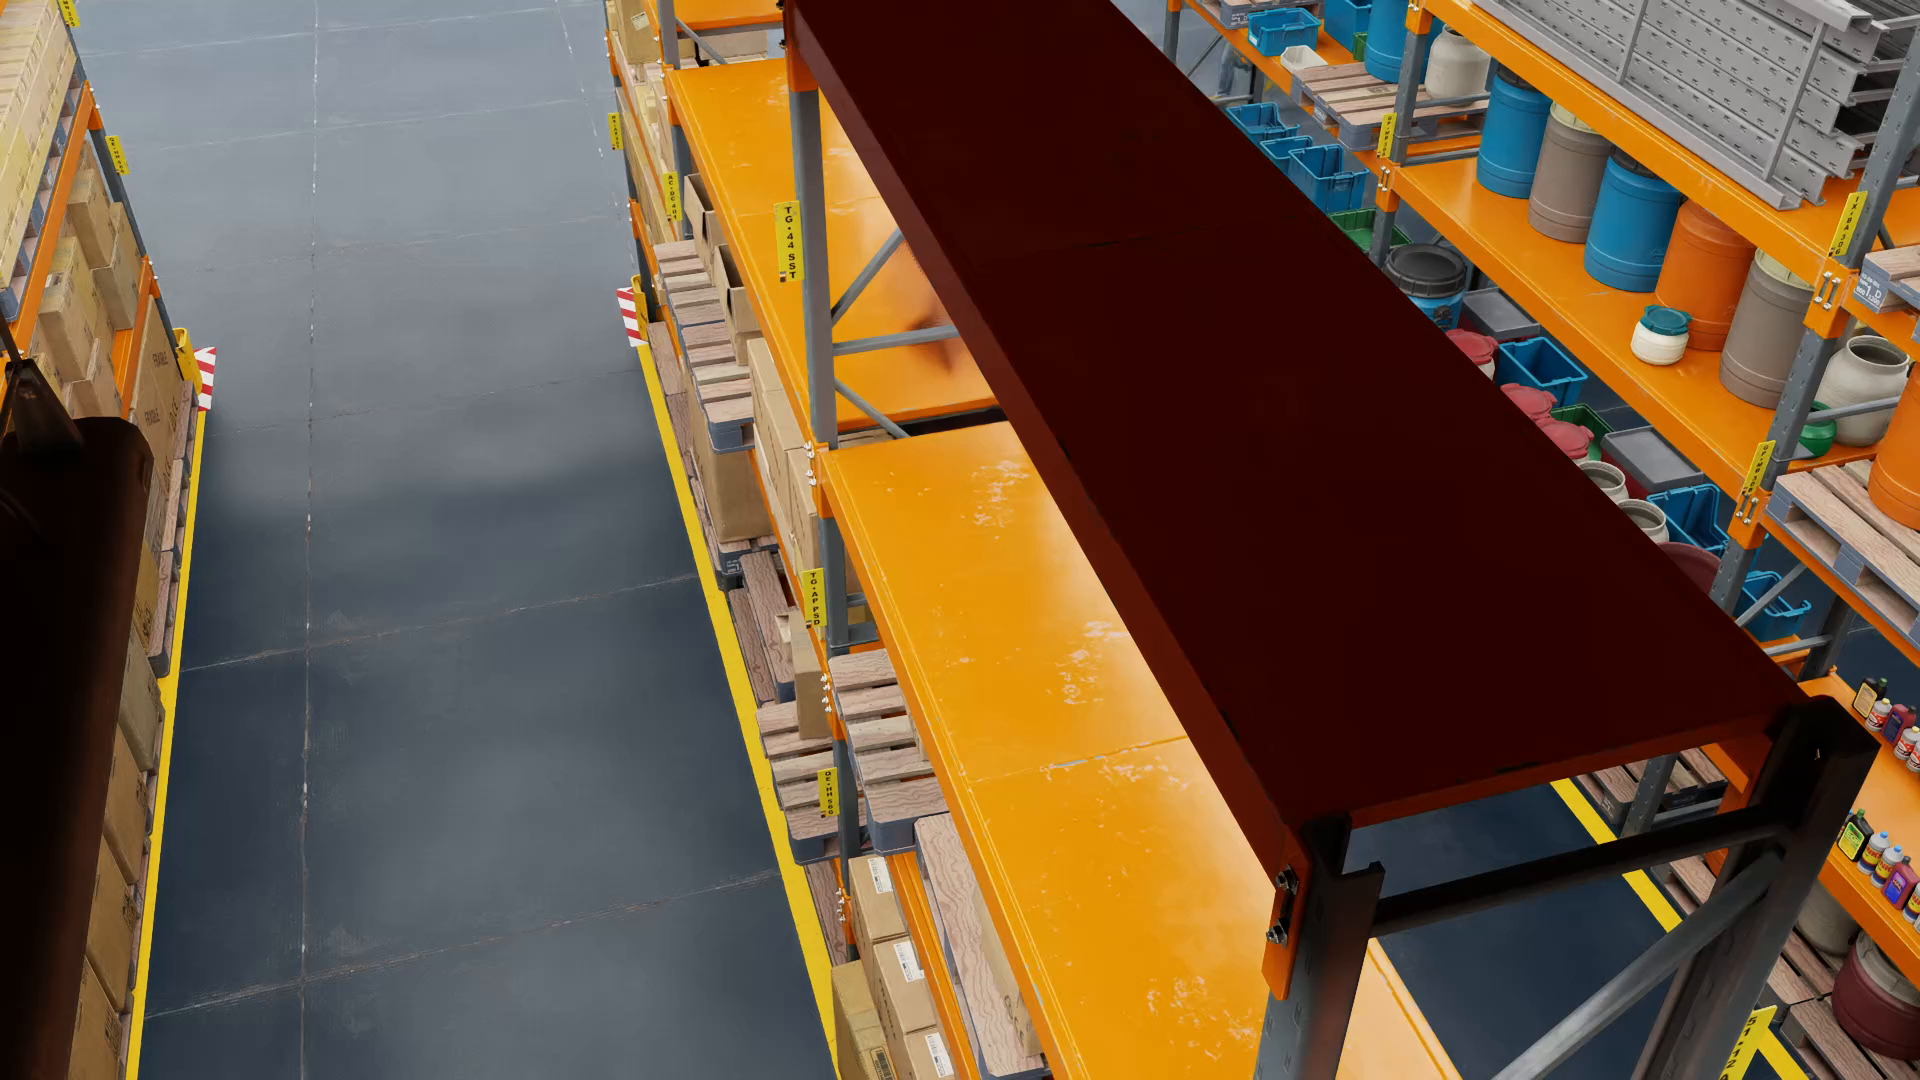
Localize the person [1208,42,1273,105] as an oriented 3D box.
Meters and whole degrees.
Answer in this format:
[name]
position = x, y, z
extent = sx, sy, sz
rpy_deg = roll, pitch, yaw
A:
[person]
position = 3.227, -5.710, 18.628
extent = 0.894, 1.757, 0.702
rpy_deg = 2, 38, 3
